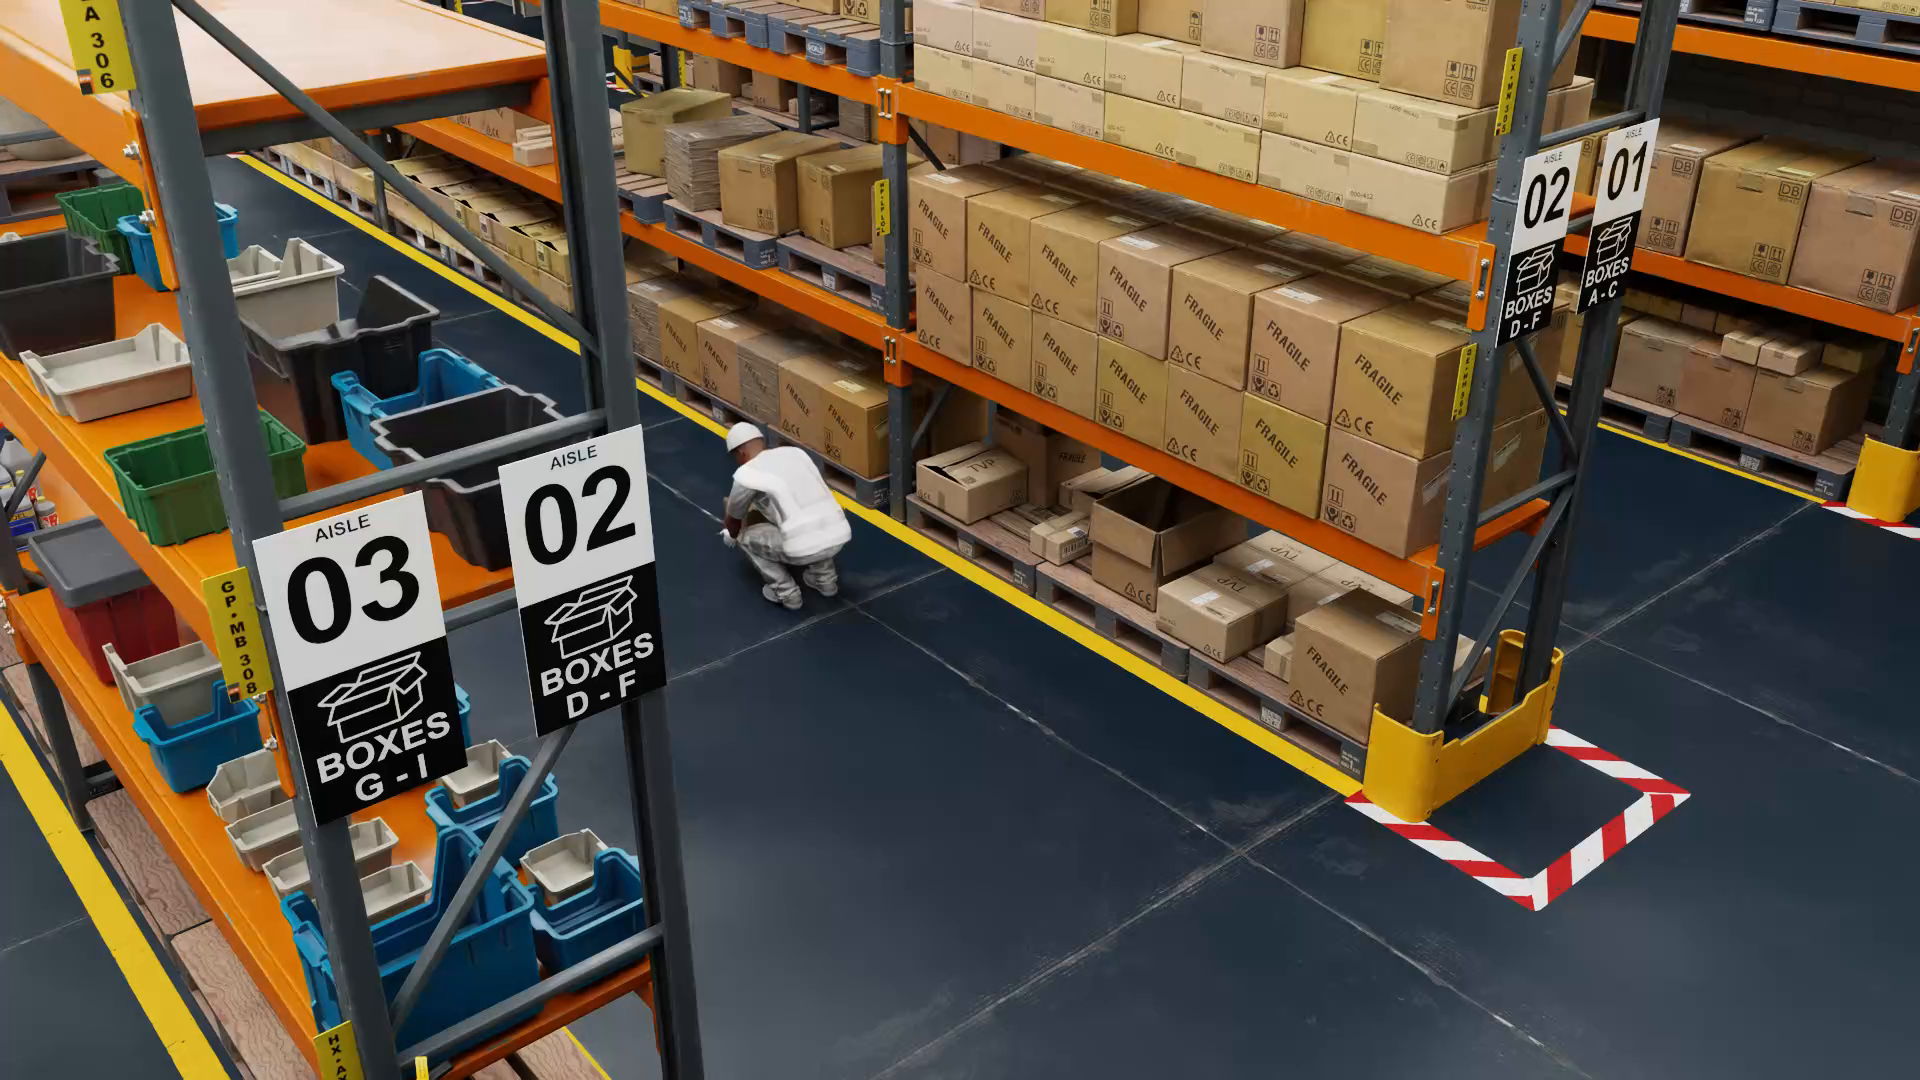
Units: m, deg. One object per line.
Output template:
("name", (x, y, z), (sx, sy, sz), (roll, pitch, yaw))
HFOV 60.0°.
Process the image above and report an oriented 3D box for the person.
("person", (-1.047, -0.153, 9.742), (0.576, 0.991, 0.903), (-22, 35, -35))
